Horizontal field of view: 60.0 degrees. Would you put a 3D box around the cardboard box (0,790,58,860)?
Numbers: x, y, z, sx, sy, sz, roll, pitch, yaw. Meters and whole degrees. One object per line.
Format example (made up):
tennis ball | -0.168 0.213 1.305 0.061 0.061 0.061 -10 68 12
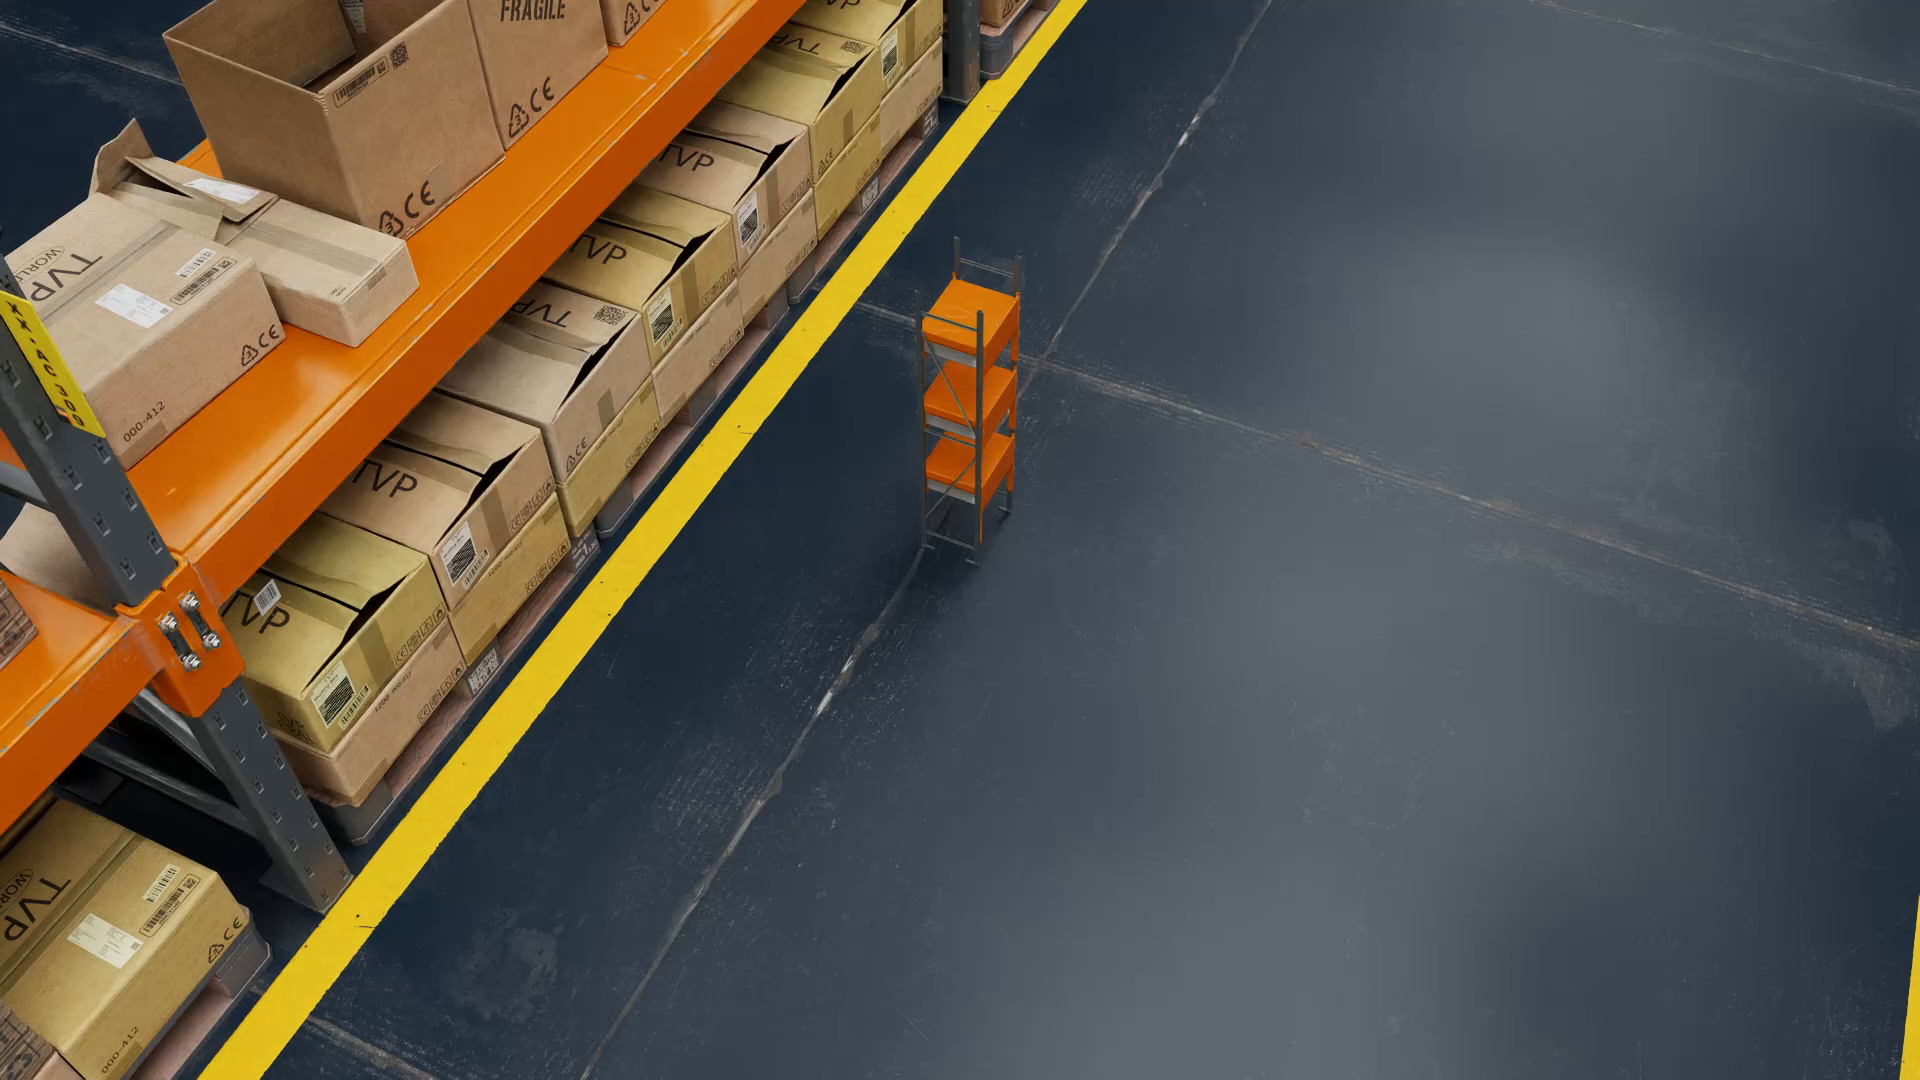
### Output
cardboard box | -2.577 0.794 4.134 0.500 0.250 0.500 20 52 16

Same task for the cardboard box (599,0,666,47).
cardboard box | -1.098 -1.807 4.753 0.500 0.500 0.500 17 52 14

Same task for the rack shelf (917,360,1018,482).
rack shelf | 0.023 -0.370 4.890 0.215 0.259 0.240 20 52 16

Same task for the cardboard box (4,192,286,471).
cardboard box | -1.934 -0.486 3.792 0.500 0.250 0.500 23 53 18

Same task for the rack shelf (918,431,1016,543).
rack shelf | 0.023 -0.190 5.101 0.215 0.259 0.240 20 52 16

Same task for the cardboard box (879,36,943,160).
cardboard box | -0.400 -1.739 6.290 0.500 0.250 0.500 21 53 17

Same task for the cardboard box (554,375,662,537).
cardboard box | -1.270 -0.333 5.093 0.500 0.250 0.500 18 52 15

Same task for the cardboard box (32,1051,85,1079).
cardboard box | -2.328 1.305 3.700 0.500 0.250 0.500 20 52 16

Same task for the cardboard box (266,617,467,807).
cardboard box | -1.709 0.377 4.490 0.500 0.250 0.500 19 52 15

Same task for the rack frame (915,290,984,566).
rack frame | -0.029 -0.293 4.810 0.200 1.050 0.008 20 52 16

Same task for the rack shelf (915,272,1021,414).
rack shelf | 0.023 -0.554 4.673 0.215 0.259 0.240 20 52 16

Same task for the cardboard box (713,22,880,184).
cardboard box | -0.613 -1.562 5.771 0.500 0.311 0.500 19 52 16

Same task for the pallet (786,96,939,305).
pallet | -0.783 -1.478 6.369 1.003 0.211 1.213 20 52 16

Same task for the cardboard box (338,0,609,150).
cardboard box | -1.323 -1.445 4.444 0.500 0.500 0.500 20 52 16

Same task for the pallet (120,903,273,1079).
pallet | -2.483 1.256 4.042 1.003 0.211 1.213 20 52 16

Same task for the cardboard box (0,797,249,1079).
cardboard box | -2.105 0.964 3.990 0.500 0.250 0.500 20 52 16

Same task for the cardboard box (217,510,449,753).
cardboard box | -1.703 0.188 4.282 0.500 0.311 0.500 20 52 16

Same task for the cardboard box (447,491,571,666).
cardboard box | -1.489 0.025 4.789 0.500 0.250 0.500 21 53 17

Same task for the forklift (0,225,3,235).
forklift | -4.129 -0.879 4.073 1.130 2.935 3.031 12 51 10

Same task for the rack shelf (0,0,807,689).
rack shelf | -1.250 -1.325 4.881 1.077 0.370 4.000 20 52 16

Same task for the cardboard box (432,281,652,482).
cardboard box | -1.264 -0.511 4.877 0.500 0.311 0.500 18 52 15

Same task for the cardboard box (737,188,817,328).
cardboard box | -0.835 -1.038 5.693 0.500 0.250 0.500 21 53 17

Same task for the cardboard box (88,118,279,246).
cardboard box | -1.895 -0.803 4.052 0.396 0.266 0.258 19 52 15

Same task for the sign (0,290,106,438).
sign | -1.602 -0.308 2.922 0.100 0.325 0.005 20 52 16

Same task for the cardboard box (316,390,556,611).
cardboard box | -1.484 -0.155 4.573 0.500 0.311 0.500 19 52 16

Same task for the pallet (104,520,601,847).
pallet | -1.825 0.202 4.939 1.003 0.211 1.213 20 52 16

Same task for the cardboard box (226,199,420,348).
cardboard box | -1.541 -0.644 3.993 0.380 0.149 0.250 20 52 16

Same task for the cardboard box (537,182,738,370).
cardboard box | -1.047 -0.871 5.183 0.500 0.311 0.500 21 53 17

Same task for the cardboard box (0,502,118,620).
cardboard box | -2.191 0.020 4.425 0.500 0.311 0.500 20 52 16

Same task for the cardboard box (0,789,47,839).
cardboard box | -2.586 0.548 3.851 0.500 0.500 0.500 20 52 16

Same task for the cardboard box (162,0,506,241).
cardboard box | -1.537 -1.100 4.151 0.500 0.500 0.500 23 53 19

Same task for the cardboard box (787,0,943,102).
cardboard box | -0.397 -1.922 6.077 0.500 0.311 0.500 21 53 17

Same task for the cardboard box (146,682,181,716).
cardboard box | -2.190 0.194 4.645 0.500 0.250 0.500 19 52 16

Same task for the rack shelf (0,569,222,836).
rack shelf | -2.959 1.429 2.537 1.077 0.370 4.000 20 52 16

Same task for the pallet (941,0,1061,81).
pallet | -0.043 -2.534 7.267 1.003 0.211 1.213 20 52 16

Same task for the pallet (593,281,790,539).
pallet | -1.305 -0.641 5.657 1.003 0.211 1.213 20 52 16

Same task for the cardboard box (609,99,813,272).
cardboard box | -0.831 -1.215 5.476 0.500 0.311 0.500 19 52 16

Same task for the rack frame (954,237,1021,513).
rack frame | 0.075 -0.461 4.953 0.200 1.050 0.008 20 52 16

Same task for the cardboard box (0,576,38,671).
cardboard box | -2.289 0.094 3.135 0.700 0.500 0.500 19 52 15

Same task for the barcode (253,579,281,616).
barcode | -1.619 0.135 3.888 0.001 0.075 0.075 20 52 16

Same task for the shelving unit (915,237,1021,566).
shelving unit | 0.023 -0.377 4.882 0.215 1.050 0.252 20 52 16

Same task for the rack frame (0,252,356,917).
rack frame | -2.105 -0.181 3.435 1.000 3.000 0.127 20 52 16

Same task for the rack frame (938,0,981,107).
rack frame | -0.396 -2.936 5.778 1.000 3.000 0.127 20 52 16

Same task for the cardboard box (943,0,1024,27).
cardboard box | 0.057 -2.489 6.750 0.500 0.500 0.500 22 53 18

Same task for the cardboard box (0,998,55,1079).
cardboard box | -2.330 1.062 3.414 0.500 0.500 0.500 20 52 16

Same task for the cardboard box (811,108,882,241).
cardboard box | -0.617 -1.383 5.987 0.500 0.250 0.500 19 52 16

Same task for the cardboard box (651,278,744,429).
cardboard box | -1.052 -0.683 5.391 0.500 0.250 0.500 21 53 17
